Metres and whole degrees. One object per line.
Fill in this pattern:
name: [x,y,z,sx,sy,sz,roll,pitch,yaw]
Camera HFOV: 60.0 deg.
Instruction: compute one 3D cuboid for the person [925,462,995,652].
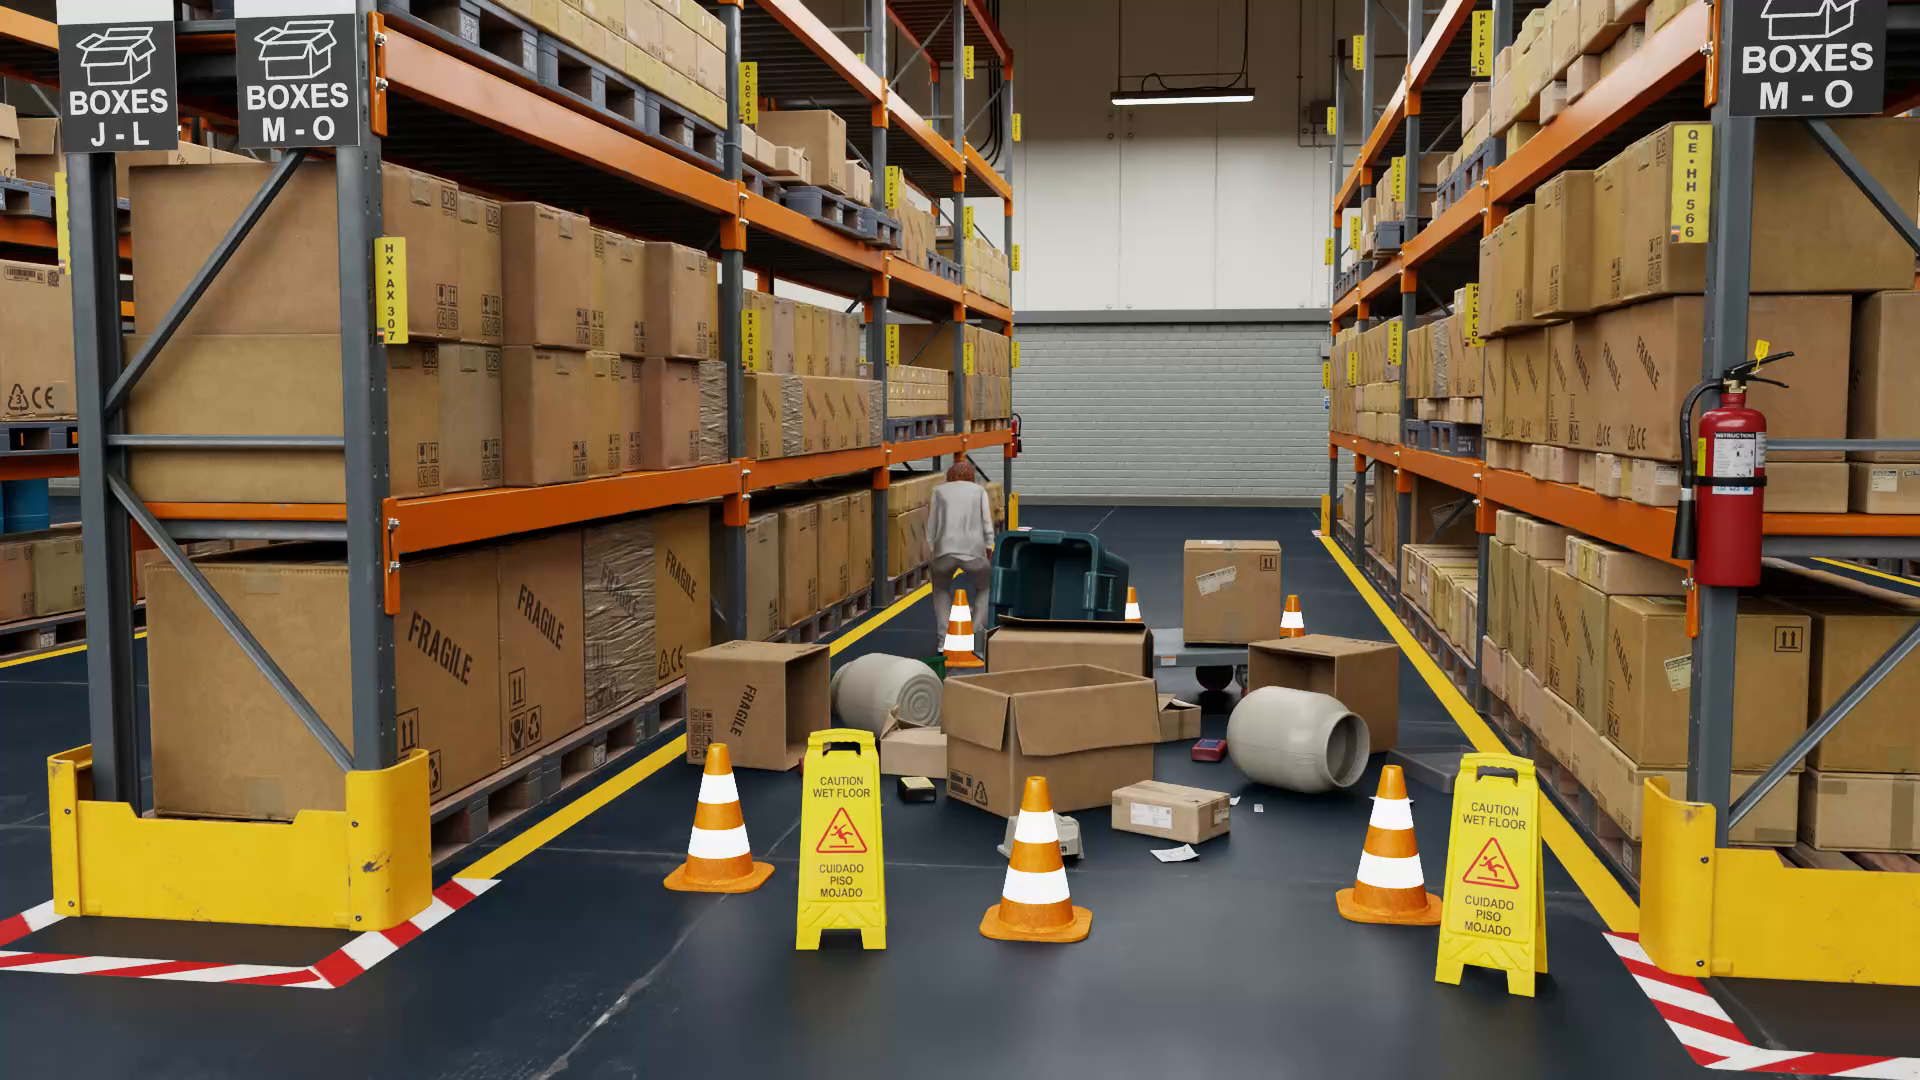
person: [-0.015,0.124,10.904,0.463,1.228,0.688,1,5,8]
